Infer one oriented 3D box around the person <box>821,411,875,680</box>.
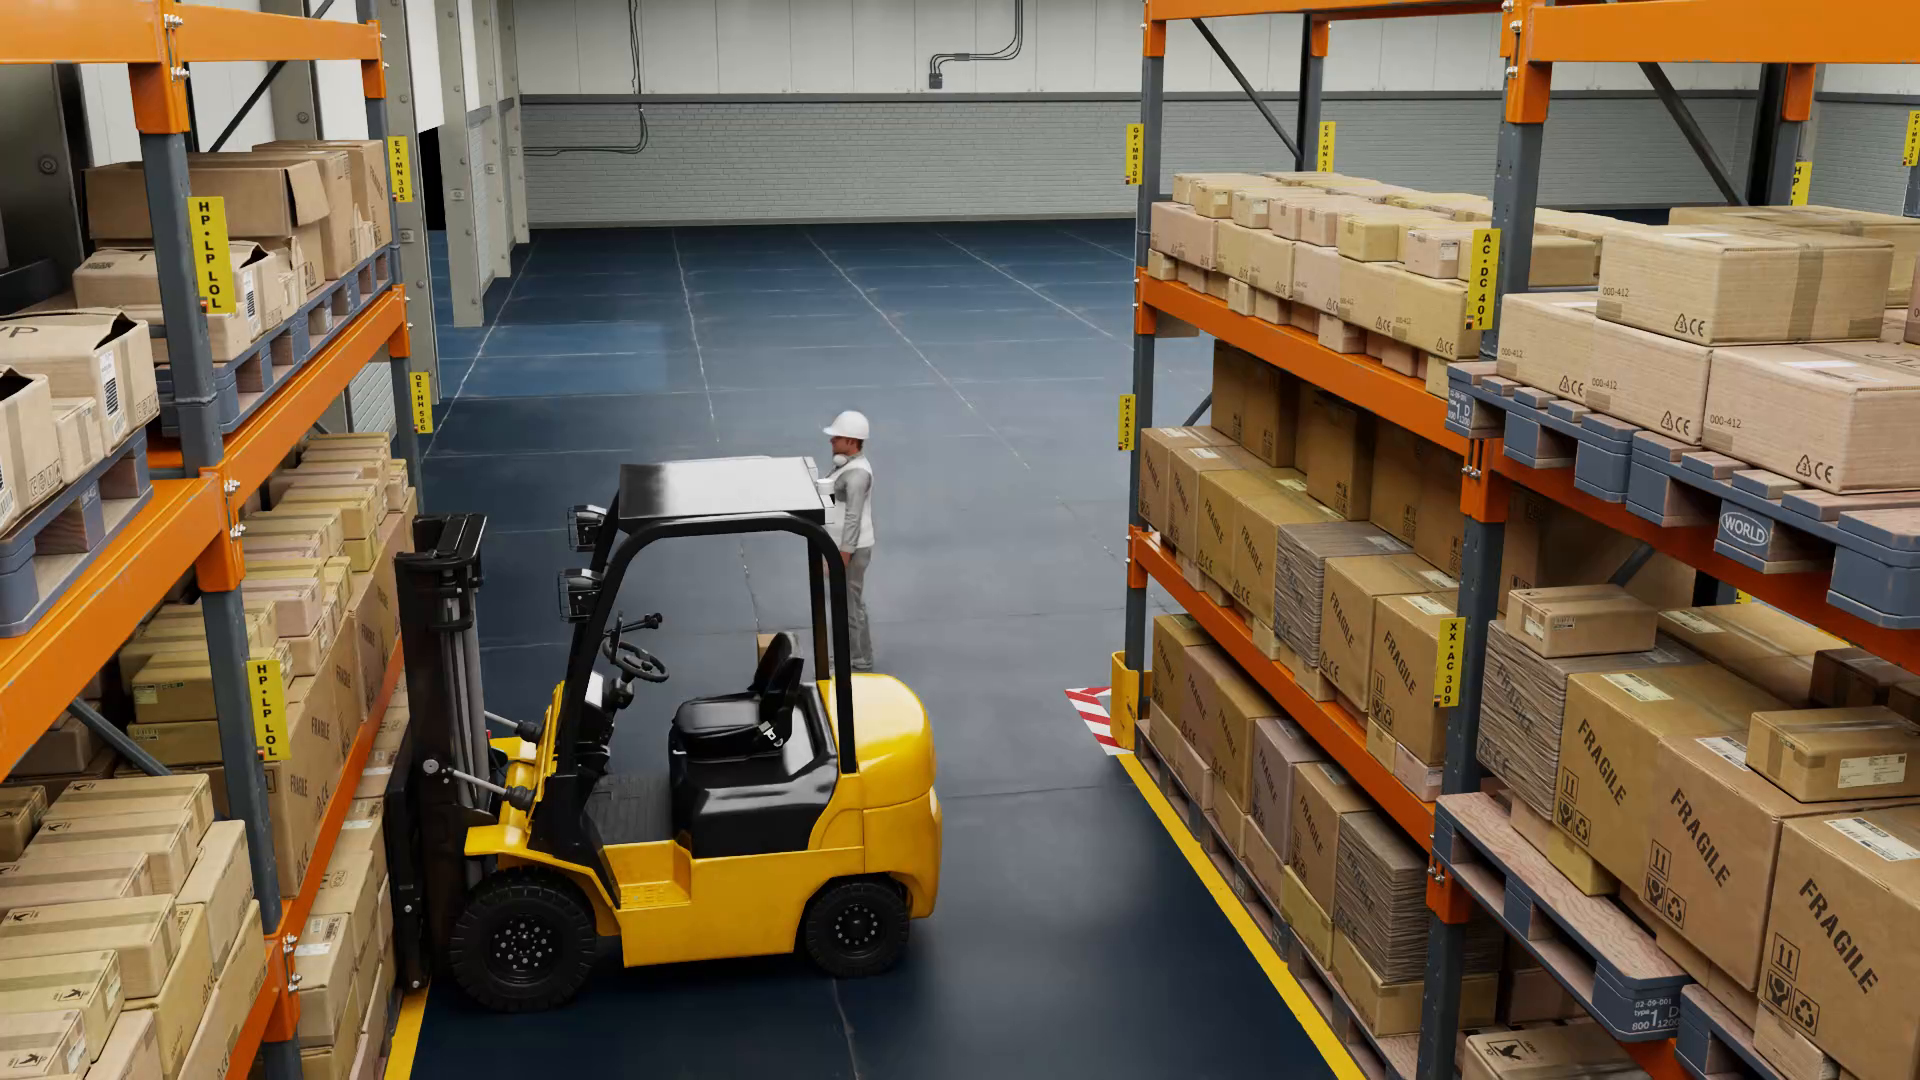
[{"bbox_3d":[-0.741,0.042,10.881,0.356,1.793,0.544,-3,16,-9],"label":"person"}]
